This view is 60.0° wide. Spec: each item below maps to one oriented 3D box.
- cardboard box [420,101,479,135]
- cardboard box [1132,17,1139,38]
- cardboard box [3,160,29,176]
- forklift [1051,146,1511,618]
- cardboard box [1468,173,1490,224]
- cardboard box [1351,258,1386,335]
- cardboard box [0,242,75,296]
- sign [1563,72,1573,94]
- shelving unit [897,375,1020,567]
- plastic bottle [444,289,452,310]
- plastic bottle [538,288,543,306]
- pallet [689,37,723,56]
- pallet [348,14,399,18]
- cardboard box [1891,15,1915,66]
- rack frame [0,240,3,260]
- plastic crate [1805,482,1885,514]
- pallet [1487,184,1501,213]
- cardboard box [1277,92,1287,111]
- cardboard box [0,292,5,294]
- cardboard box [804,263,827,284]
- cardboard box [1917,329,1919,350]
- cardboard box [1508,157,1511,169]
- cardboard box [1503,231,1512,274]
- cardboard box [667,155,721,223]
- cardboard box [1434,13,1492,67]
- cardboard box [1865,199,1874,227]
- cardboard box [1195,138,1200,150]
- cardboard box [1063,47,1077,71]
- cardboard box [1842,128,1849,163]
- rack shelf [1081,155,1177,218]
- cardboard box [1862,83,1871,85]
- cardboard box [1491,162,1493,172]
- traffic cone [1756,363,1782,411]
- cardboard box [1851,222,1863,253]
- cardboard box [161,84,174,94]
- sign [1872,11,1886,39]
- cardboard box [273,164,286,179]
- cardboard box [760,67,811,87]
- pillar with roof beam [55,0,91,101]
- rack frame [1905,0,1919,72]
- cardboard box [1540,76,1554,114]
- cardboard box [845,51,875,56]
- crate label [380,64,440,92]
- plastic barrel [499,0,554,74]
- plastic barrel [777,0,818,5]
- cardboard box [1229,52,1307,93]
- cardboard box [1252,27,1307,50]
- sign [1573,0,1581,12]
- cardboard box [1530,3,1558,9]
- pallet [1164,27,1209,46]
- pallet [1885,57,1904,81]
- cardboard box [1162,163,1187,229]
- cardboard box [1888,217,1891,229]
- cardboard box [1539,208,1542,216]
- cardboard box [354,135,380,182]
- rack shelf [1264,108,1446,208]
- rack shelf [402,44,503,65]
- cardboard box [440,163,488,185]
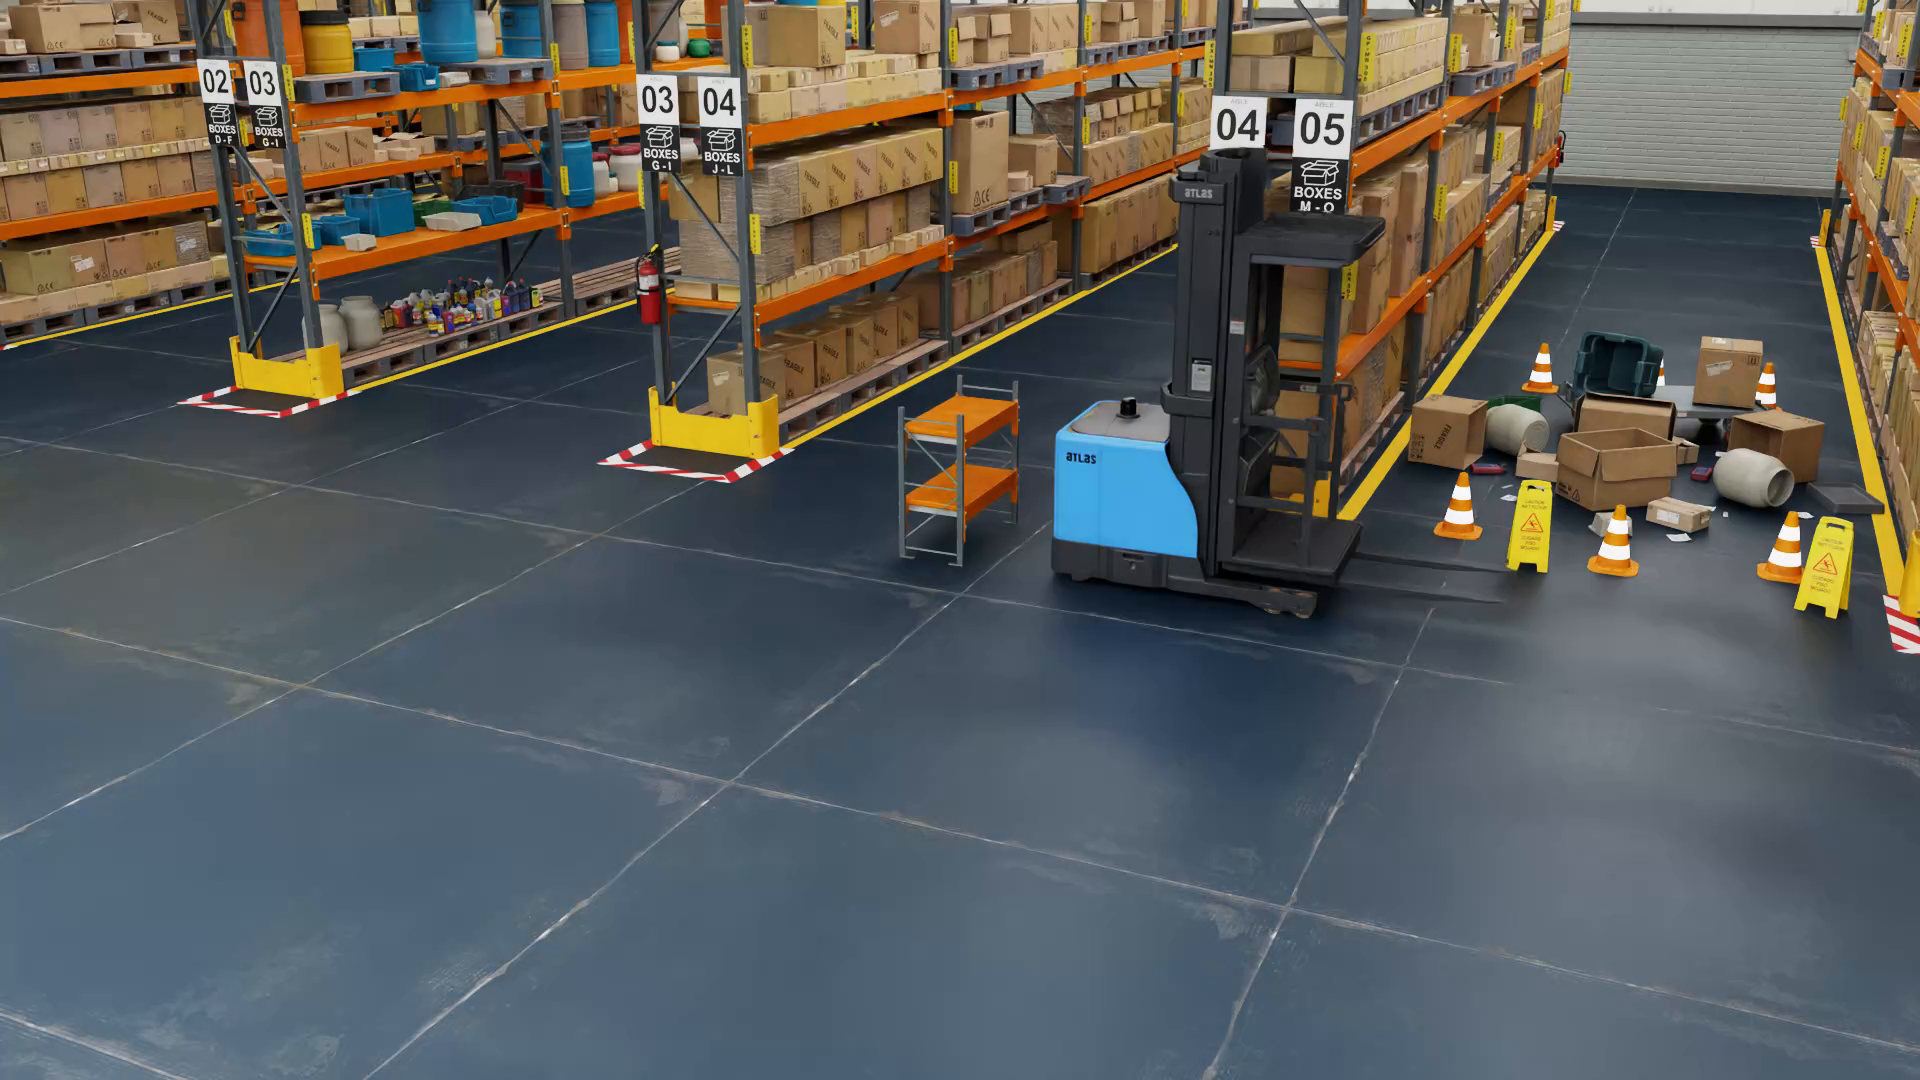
[{"bbox_3d":[-7.814,-6.479,25.434,0.700,0.500,0.500,2,20,4],"label":"cardboard box"},{"bbox_3d":[2.174,-7.134,23.083,0.500,0.311,0.500,8,21,21],"label":"cardboard box"},{"bbox_3d":[-10.679,-4.181,18.630,0.380,0.149,0.250,9,21,23],"label":"cardboard box"},{"bbox_3d":[2.206,-1.066,11.093,3.031,2.935,1.130,8,21,21],"label":"forklift"},{"bbox_3d":[5.611,-3.827,18.603,0.500,0.500,0.500,9,21,23],"label":"cardboard box"},{"bbox_3d":[2.935,-2.024,13.459,0.875,0.550,0.550,9,21,23],"label":"cardboard box"},{"bbox_3d":[-10.619,-3.123,19.130,0.500,0.500,0.500,9,21,23],"label":"cardboard box"},{"bbox_3d":[9.325,-7.012,25.509,0.100,0.325,0.005,9,21,23],"label":"sign"},{"bbox_3d":[0.003,-0.532,12.286,0.538,1.125,1.048,9,21,23],"label":"shelving unit"},{"bbox_3d":[-5.902,-2.747,19.130,0.097,0.271,0.097,0,20,0],"label":"plastic bottle"},{"bbox_3d":[-4.954,-2.858,19.547,0.097,0.201,0.097,0,20,0],"label":"plastic bottle"},{"bbox_3d":[-3.049,-6.890,23.171,1.003,0.211,1.213,9,21,23],"label":"pallet"},{"bbox_3d":[-10.507,-9.547,30.494,1.003,0.211,1.213,9,21,23],"label":"pallet"},{"bbox_3d":[10.340,-5.293,17.622,0.700,0.500,0.500,7,21,20],"label":"cardboard box"},{"bbox_3d":[-14.128,-5.482,23.406,1.000,3.000,0.127,9,21,23],"label":"rack frame"},{"bbox_3d":[7.079,-0.340,13.305,0.402,0.080,0.583,1,20,4],"label":"plastic crate"},{"bbox_3d":[5.746,-4.096,19.796,1.213,0.211,1.003,9,21,23],"label":"pallet"},{"bbox_3d":[2.206,-3.273,12.319,0.380,0.149,0.250,9,21,23],"label":"cardboard box"},{"bbox_3d":[-11.295,-2.687,19.025,0.500,0.250,0.500,9,21,23],"label":"cardboard box"},{"bbox_3d":[-1.446,-2.459,15.281,0.380,0.149,0.250,9,21,23],"label":"cardboard box"},{"bbox_3d":[7.516,-1.523,12.648,0.380,0.149,0.250,9,21,23],"label":"cardboard box"},{"bbox_3d":[6.894,-4.876,21.450,0.380,0.149,0.250,7,21,20],"label":"cardboard box"},{"bbox_3d":[6.905,-3.779,21.723,0.500,0.500,0.500,8,21,21],"label":"cardboard box"},{"bbox_3d":[-2.209,-3.080,14.568,0.500,0.500,0.500,9,21,23],"label":"cardboard box"},{"bbox_3d":[5.095,-5.090,16.902,0.500,0.500,0.500,9,21,23],"label":"cardboard box"},{"bbox_3d":[10.273,-3.584,18.293,0.500,0.250,0.500,9,21,24],"label":"cardboard box"},{"bbox_3d":[3.451,-6.056,25.396,0.380,0.149,0.250,8,21,21],"label":"cardboard box"},{"bbox_3d":[1.096,-5.829,20.130,0.500,0.250,0.500,9,21,23],"label":"cardboard box"},{"bbox_3d":[12.744,-5.533,23.400,0.500,0.500,0.500,8,21,22],"label":"cardboard box"},{"bbox_3d":[1.886,-4.938,22.951,1.077,0.370,4.000,9,21,23],"label":"rack shelf"},{"bbox_3d":[12.442,-6.110,22.563,0.380,0.149,0.250,9,21,23],"label":"cardboard box"},{"bbox_3d":[6.147,-4.459,19.835,0.380,0.149,0.250,8,21,21],"label":"cardboard box"},{"bbox_3d":[7.701,-1.459,15.880,0.336,0.463,0.334,9,21,23],"label":"traffic cone"},{"bbox_3d":[12.467,-3.970,22.353,0.875,0.438,0.875,8,21,21],"label":"cardboard box"},{"bbox_3d":[-12.604,-7.155,26.337,0.380,0.149,0.250,6,20,16],"label":"cardboard box"},{"bbox_3d":[11.239,-6.298,20.336,0.100,0.325,0.005,9,21,23],"label":"sign"},{"bbox_3d":[-9.058,-4.928,22.223,0.380,0.149,0.250,9,21,23],"label":"cardboard box"},{"bbox_3d":[-1.523,-4.036,14.494,0.380,0.149,0.250,9,22,25],"label":"cardboard box"},{"bbox_3d":[-9.884,-8.662,23.394,9.100,9.000,0.400,9,21,23],"label":"pillar with roof beam"},{"bbox_3d":[10.108,-6.132,16.282,1.000,3.000,0.127,9,21,23],"label":"rack frame"},{"bbox_3d":[8.240,-6.407,23.922,0.500,0.500,0.500,8,21,21],"label":"cardboard box"},{"bbox_3d":[-1.032,-4.825,16.713,0.380,0.149,0.250,7,21,20],"label":"cardboard box"},{"bbox_3d":[-5.659,-4.770,17.149,0.502,0.251,0.408,9,21,23],"label":"crate label"},{"bbox_3d":[-5.079,-5.957,19.518,0.600,0.901,0.708,9,21,23],"label":"plastic barrel"},{"bbox_3d":[-2.373,-7.872,24.277,0.600,0.901,0.708,9,21,23],"label":"plastic barrel"},{"bbox_3d":[2.220,-3.424,12.148,0.500,0.250,0.500,9,21,23],"label":"cardboard box"},{"bbox_3d":[2.416,-3.807,12.631,0.380,0.149,0.250,9,21,24],"label":"cardboard box"},{"bbox_3d":[9.325,-8.148,25.105,0.100,0.325,0.005,9,21,23],"label":"sign"},{"bbox_3d":[8.206,-7.476,23.419,0.380,0.149,0.250,8,21,21],"label":"cardboard box"},{"bbox_3d":[3.050,-7.508,24.761,1.003,0.211,1.213,9,21,23],"label":"pallet"},{"bbox_3d":[10.779,-5.176,18.353,1.003,0.211,1.213,10,22,25],"label":"pallet"},{"bbox_3d":[3.048,-5.276,25.371,0.875,0.875,0.875,9,21,23],"label":"cardboard box"},{"bbox_3d":[9.505,-3.152,16.604,0.380,0.149,0.250,7,21,19],"label":"cardboard box"},{"bbox_3d":[8.660,-5.035,25.333,0.380,0.149,0.250,8,21,20],"label":"cardboard box"},{"bbox_3d":[-10.999,-6.896,29.964,0.750,0.750,0.750,9,21,23],"label":"cardboard box"},{"bbox_3d":[3.094,-3.194,13.571,1.077,0.370,4.000,9,21,23],"label":"rack shelf"},{"bbox_3d":[-7.150,-7.712,26.273,1.077,0.370,4.000,9,21,23],"label":"rack shelf"},{"bbox_3d":[-7.781,-5.745,26.100,0.500,0.250,0.500,9,22,25],"label":"cardboard box"}]
